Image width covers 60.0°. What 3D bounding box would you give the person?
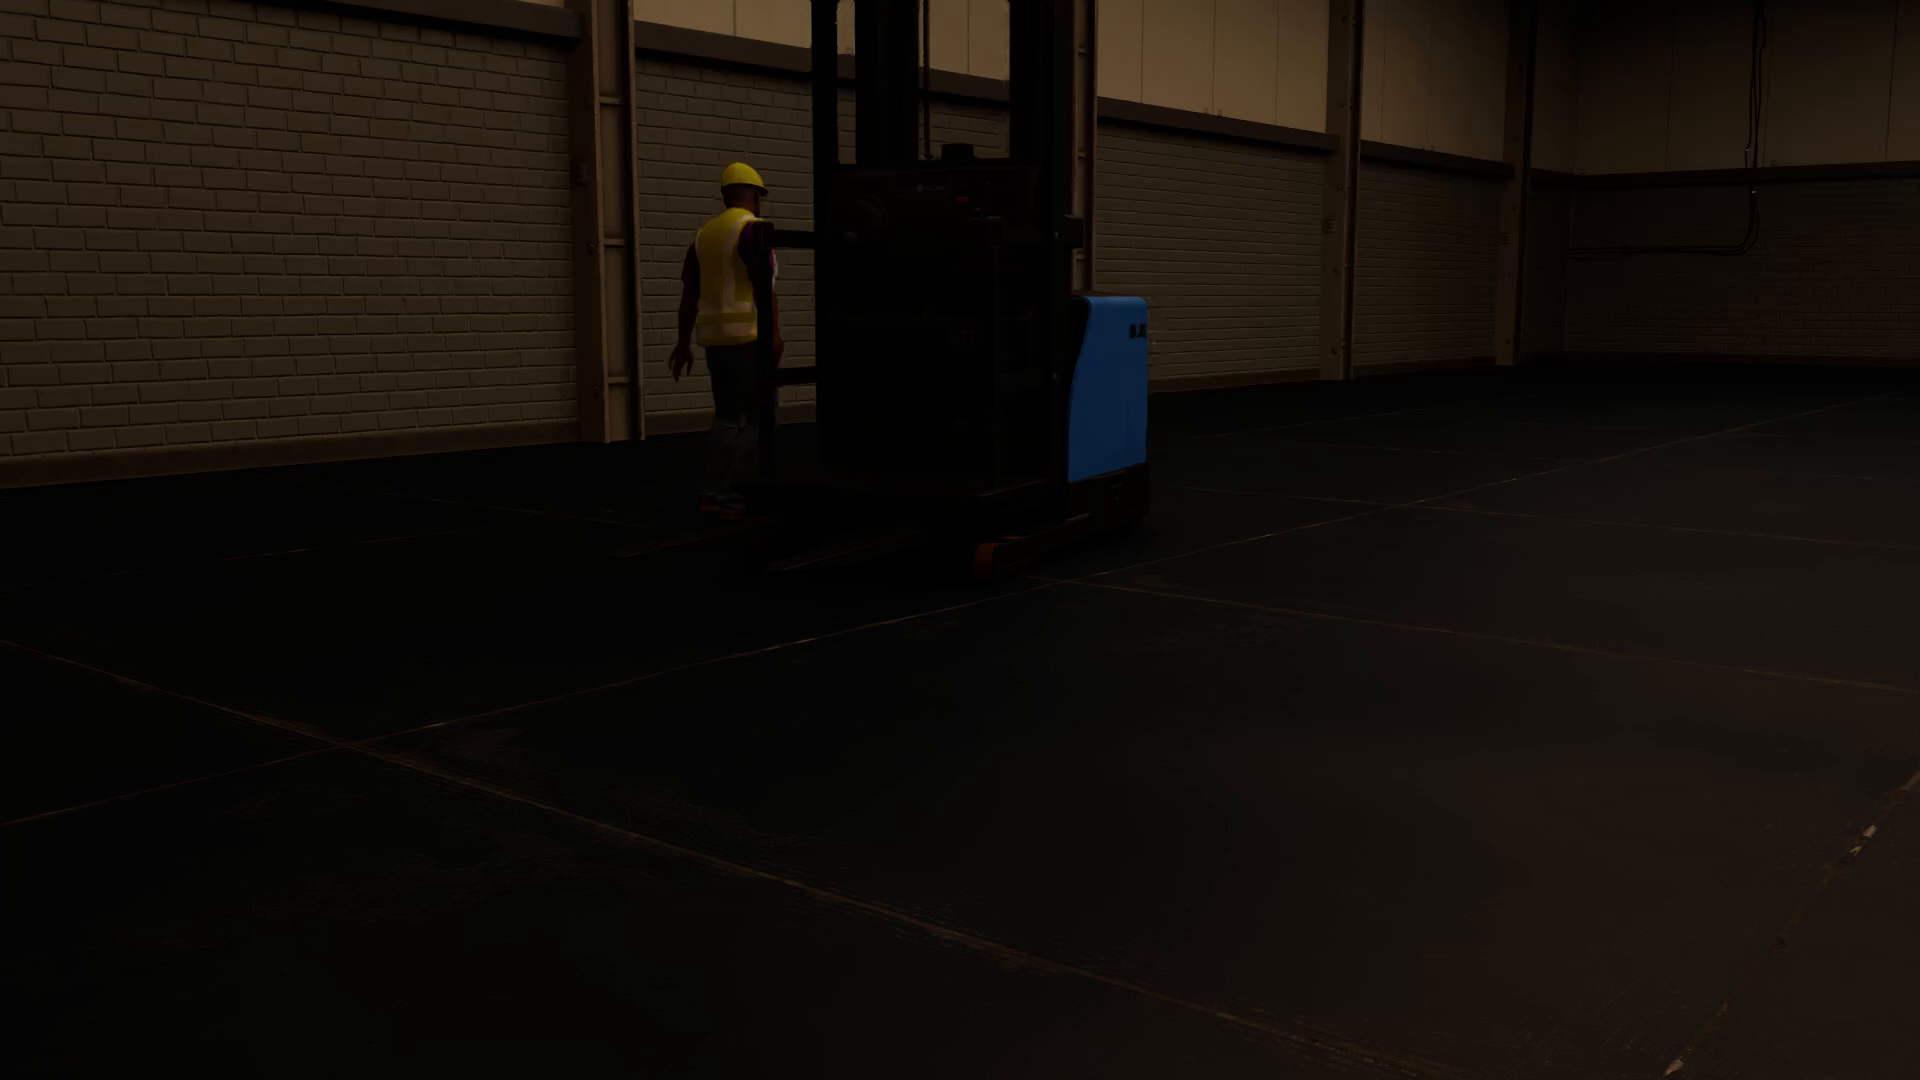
[{"bbox_3d":[-1.069,-0.961,8.091,0.472,1.733,0.883,-7,11,-41],"label":"person"}]

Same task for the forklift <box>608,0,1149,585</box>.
[{"bbox_3d":[-0.210,-1.351,6.518,1.130,2.935,3.031,4,9,25],"label":"forklift"}]
